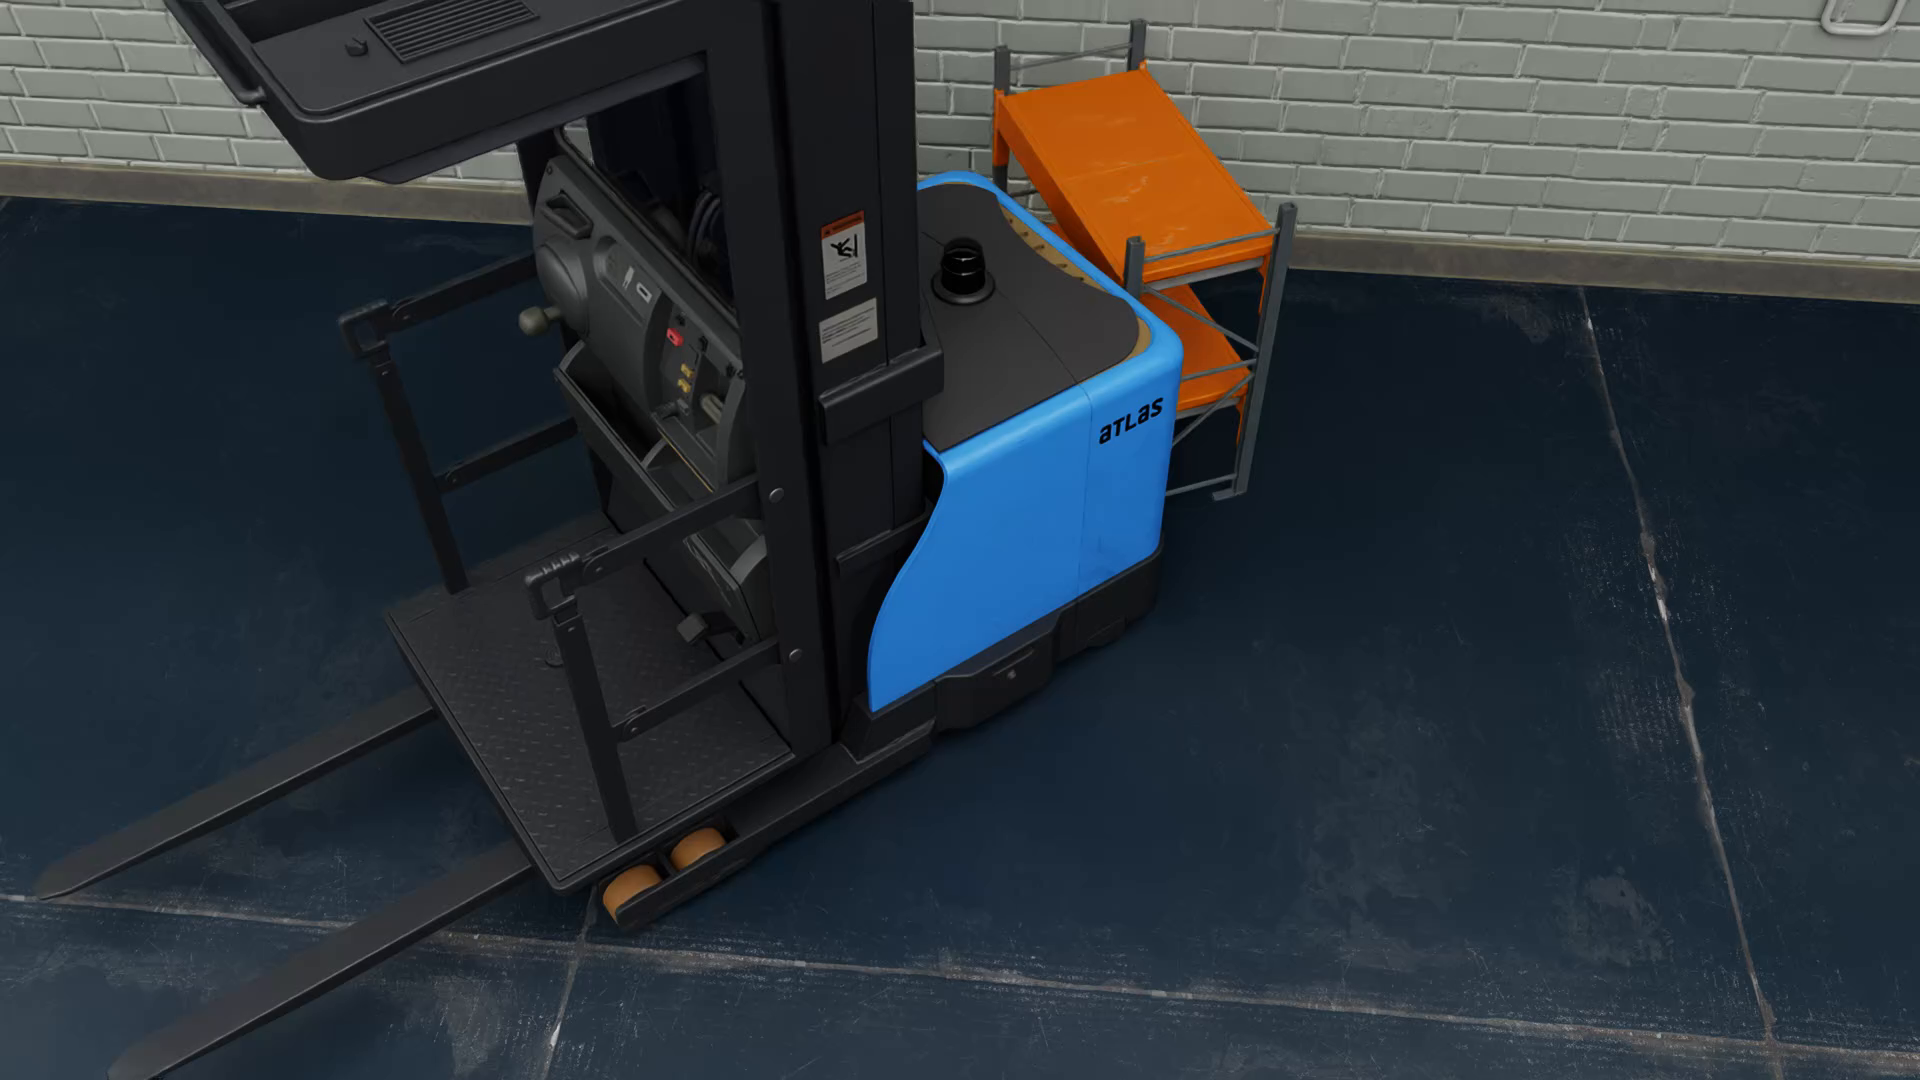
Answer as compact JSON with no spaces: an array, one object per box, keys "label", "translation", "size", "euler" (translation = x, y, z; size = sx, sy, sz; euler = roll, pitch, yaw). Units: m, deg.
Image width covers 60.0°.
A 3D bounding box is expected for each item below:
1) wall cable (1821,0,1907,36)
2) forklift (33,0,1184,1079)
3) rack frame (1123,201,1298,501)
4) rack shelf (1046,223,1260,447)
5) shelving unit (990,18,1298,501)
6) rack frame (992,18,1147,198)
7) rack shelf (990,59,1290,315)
[{"label":"wall cable","translation":[2.698,-2.249,4.564],"size":[0.585,1.953,0.123],"euler":[4,48,4]},{"label":"forklift","translation":[-0.899,-0.431,3.658],"size":[3.031,2.935,1.130],"euler":[-28,53,-23]},{"label":"rack frame","translation":[0.688,-0.482,4.929],"size":[0.500,1.125,0.032],"euler":[-15,49,-13]},{"label":"rack shelf","translation":[0.517,-0.670,5.432],"size":[0.538,0.278,1.000],"euler":[-15,49,-13]},{"label":"shelving unit","translation":[0.517,-0.835,5.252],"size":[0.538,1.125,1.048],"euler":[-15,49,-13]},{"label":"rack frame","translation":[0.345,-1.189,5.575],"size":[0.500,1.125,0.032],"euler":[-15,49,-13]},{"label":"rack shelf","translation":[0.517,-1.033,5.036],"size":[0.538,0.278,1.000],"euler":[-15,49,-13]}]
